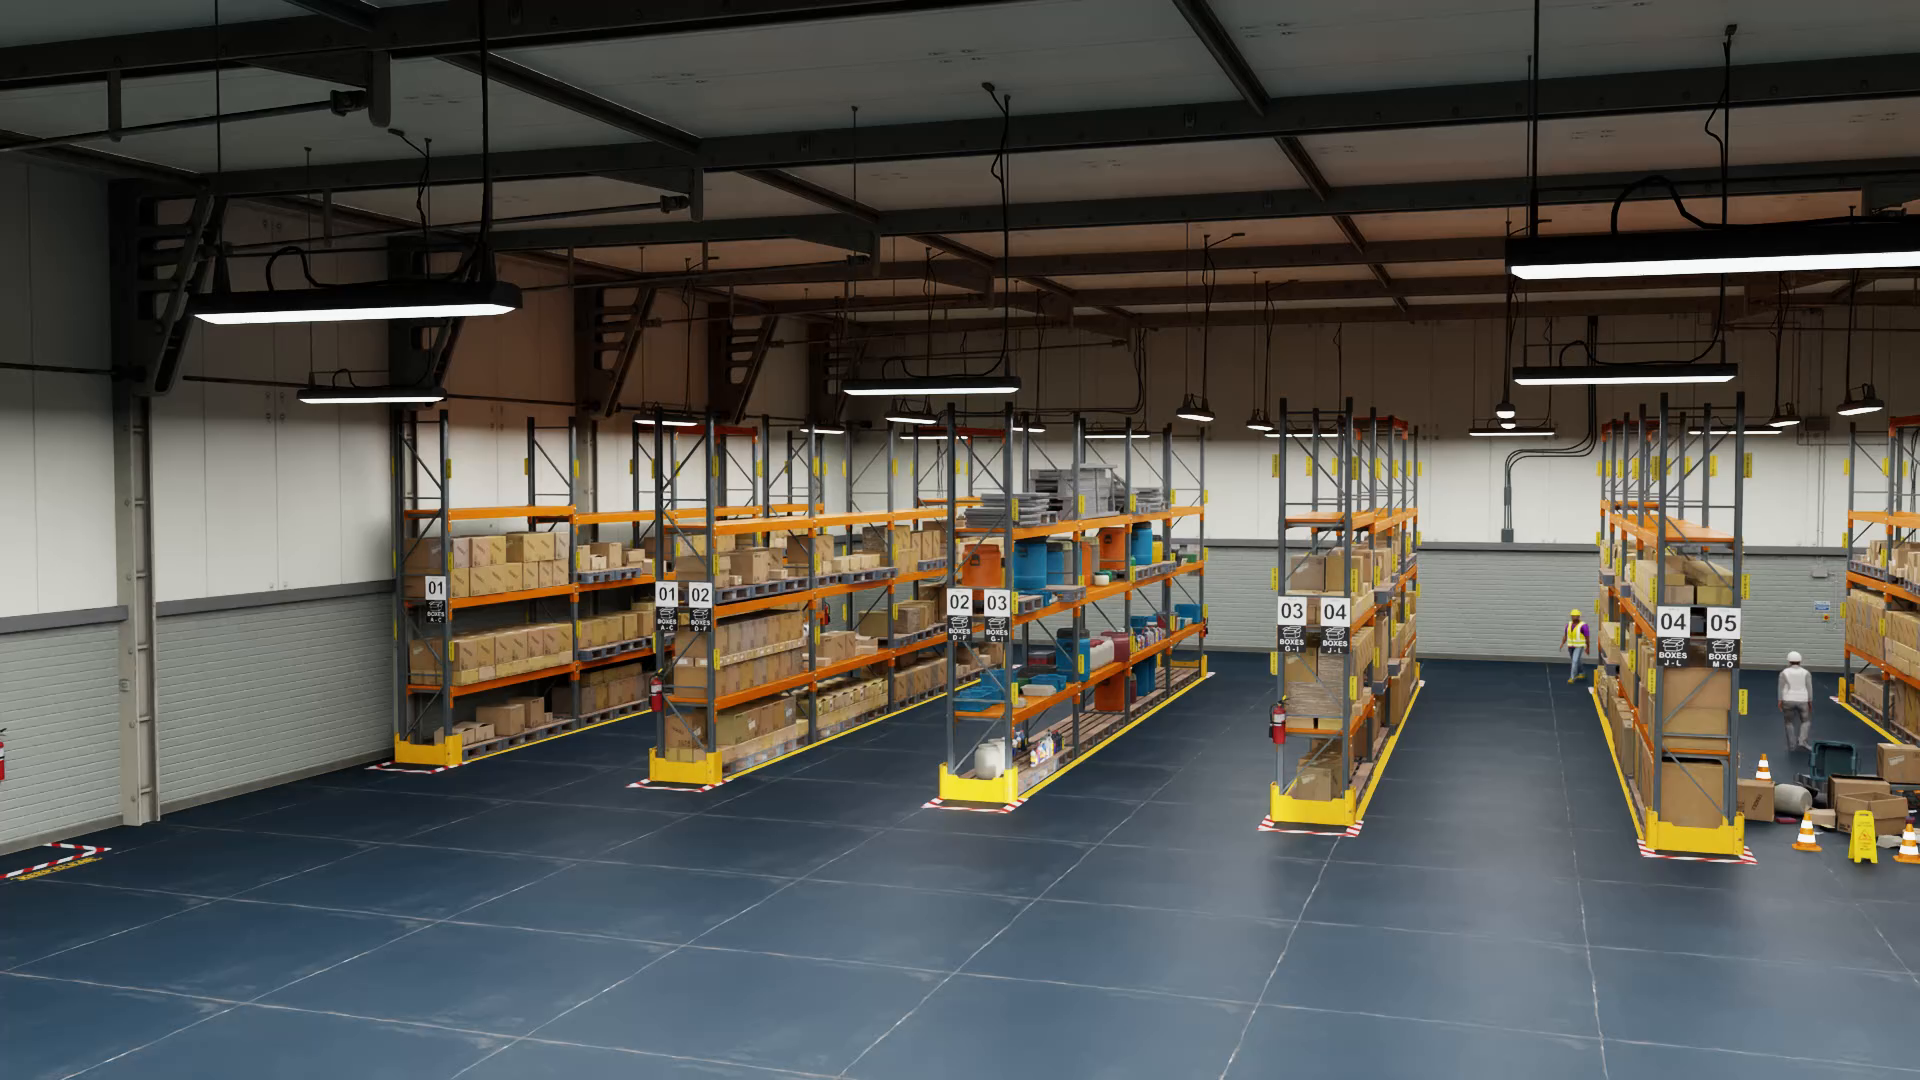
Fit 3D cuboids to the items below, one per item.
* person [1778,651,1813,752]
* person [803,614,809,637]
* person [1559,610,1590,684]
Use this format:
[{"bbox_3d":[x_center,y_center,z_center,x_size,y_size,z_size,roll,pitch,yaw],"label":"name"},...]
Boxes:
[{"bbox_3d":[14.776,2.861,29.406,0.573,1.773,0.535,1,3,24],"label":"person"},{"bbox_3d":[-3.724,2.523,38.864,0.425,1.595,1.087,0,2,1],"label":"person"},{"bbox_3d":[14.353,2.474,38.743,1.109,1.712,0.633,-2,3,-41],"label":"person"}]
